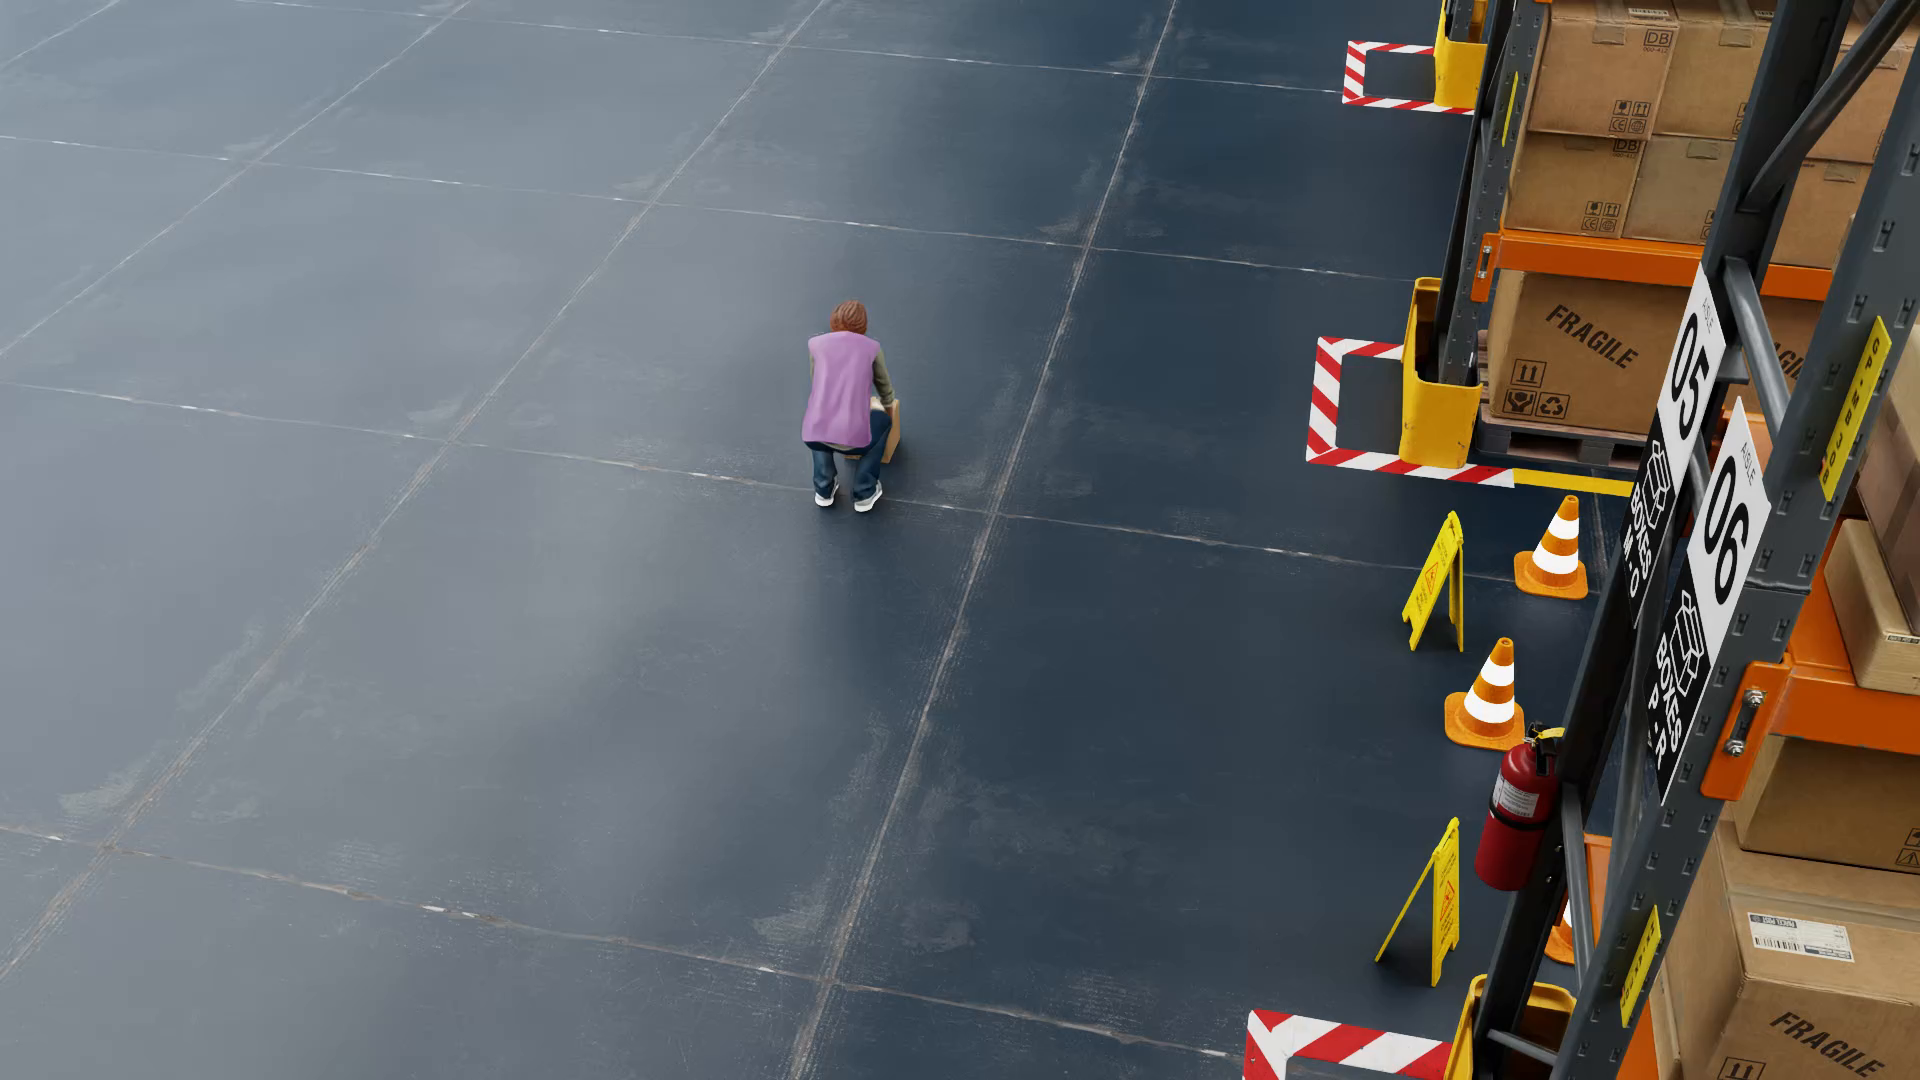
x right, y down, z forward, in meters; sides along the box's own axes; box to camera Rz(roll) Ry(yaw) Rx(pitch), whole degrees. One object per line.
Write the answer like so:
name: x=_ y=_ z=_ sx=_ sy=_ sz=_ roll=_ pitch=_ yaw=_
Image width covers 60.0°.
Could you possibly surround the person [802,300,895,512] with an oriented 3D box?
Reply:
person: x=-0.581 y=-0.646 z=8.381 sx=0.448 sy=0.928 sz=0.788 roll=7 pitch=38 yaw=10
